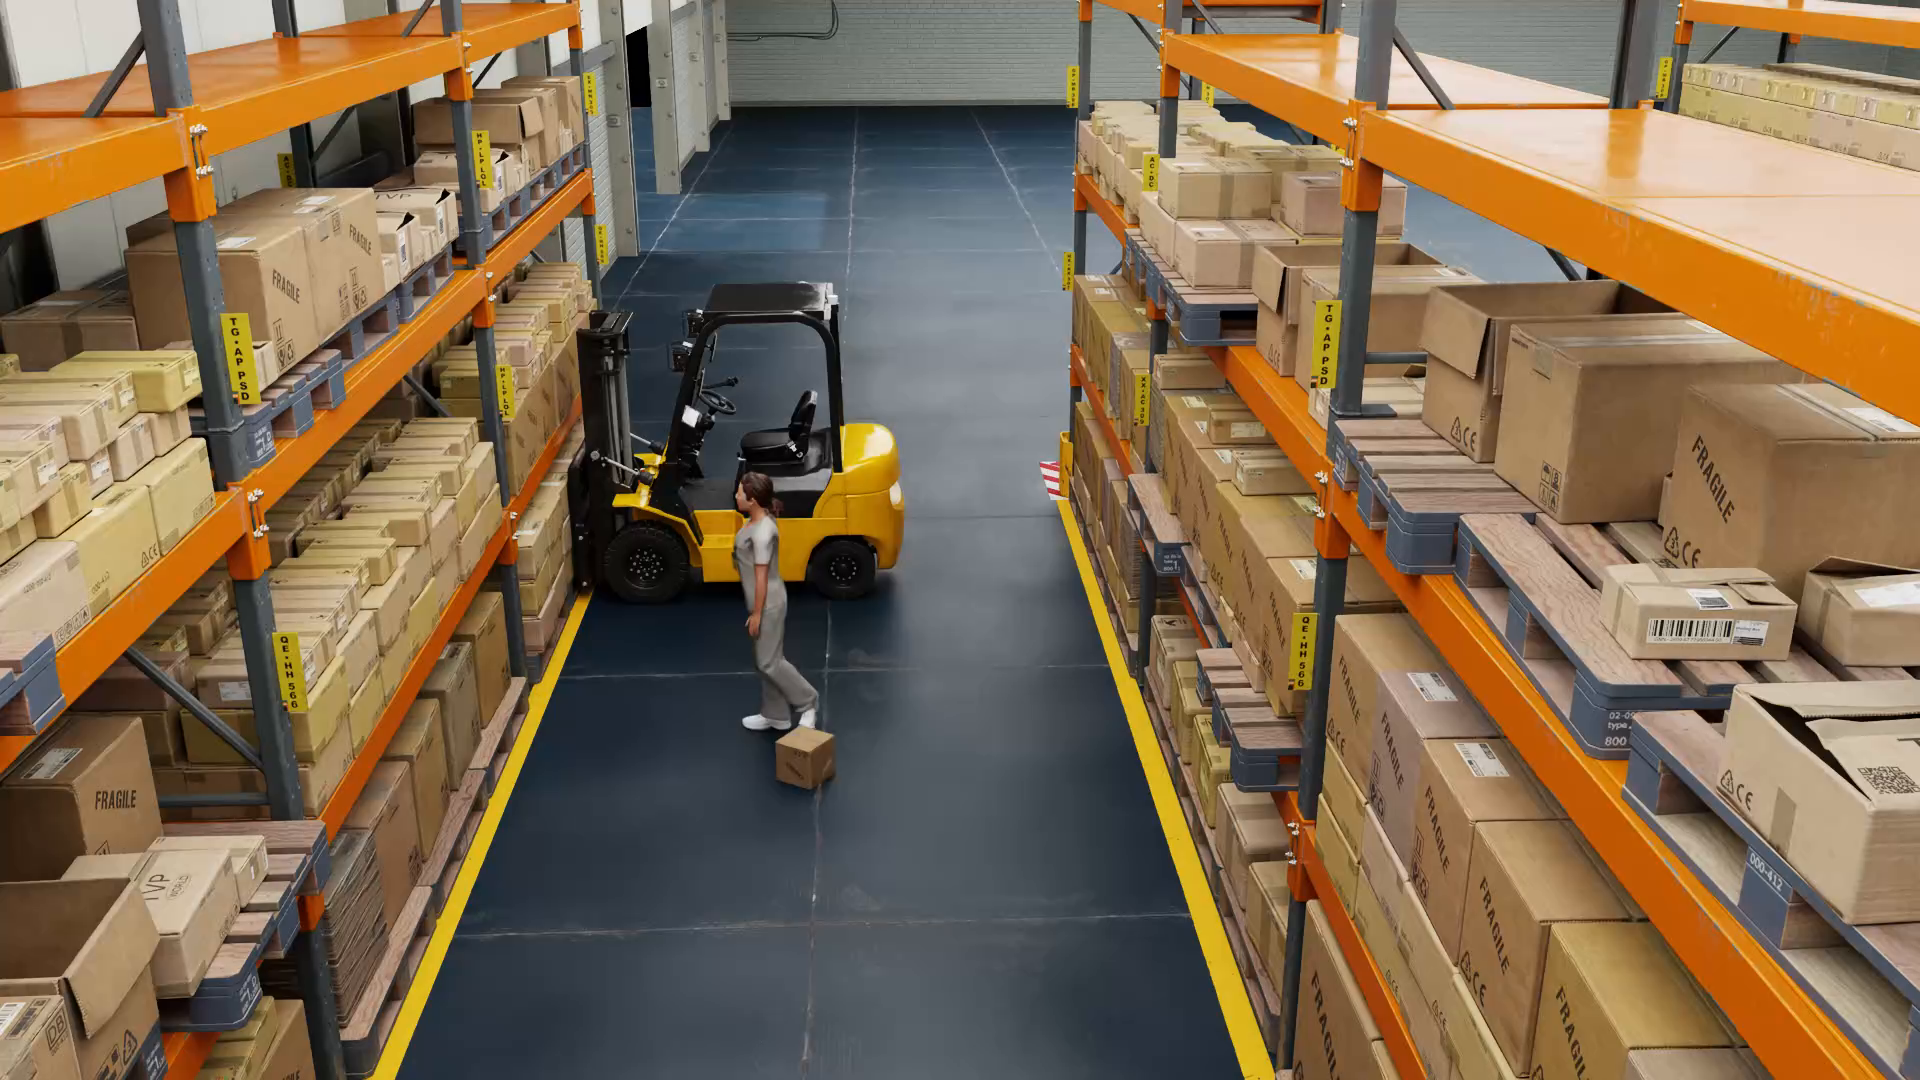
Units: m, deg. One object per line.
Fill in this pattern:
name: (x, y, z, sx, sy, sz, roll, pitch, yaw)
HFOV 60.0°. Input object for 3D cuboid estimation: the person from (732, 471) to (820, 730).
person: (-1.114, 0.389, 10.041, 0.497, 1.657, 0.449, -4, 21, -11)
